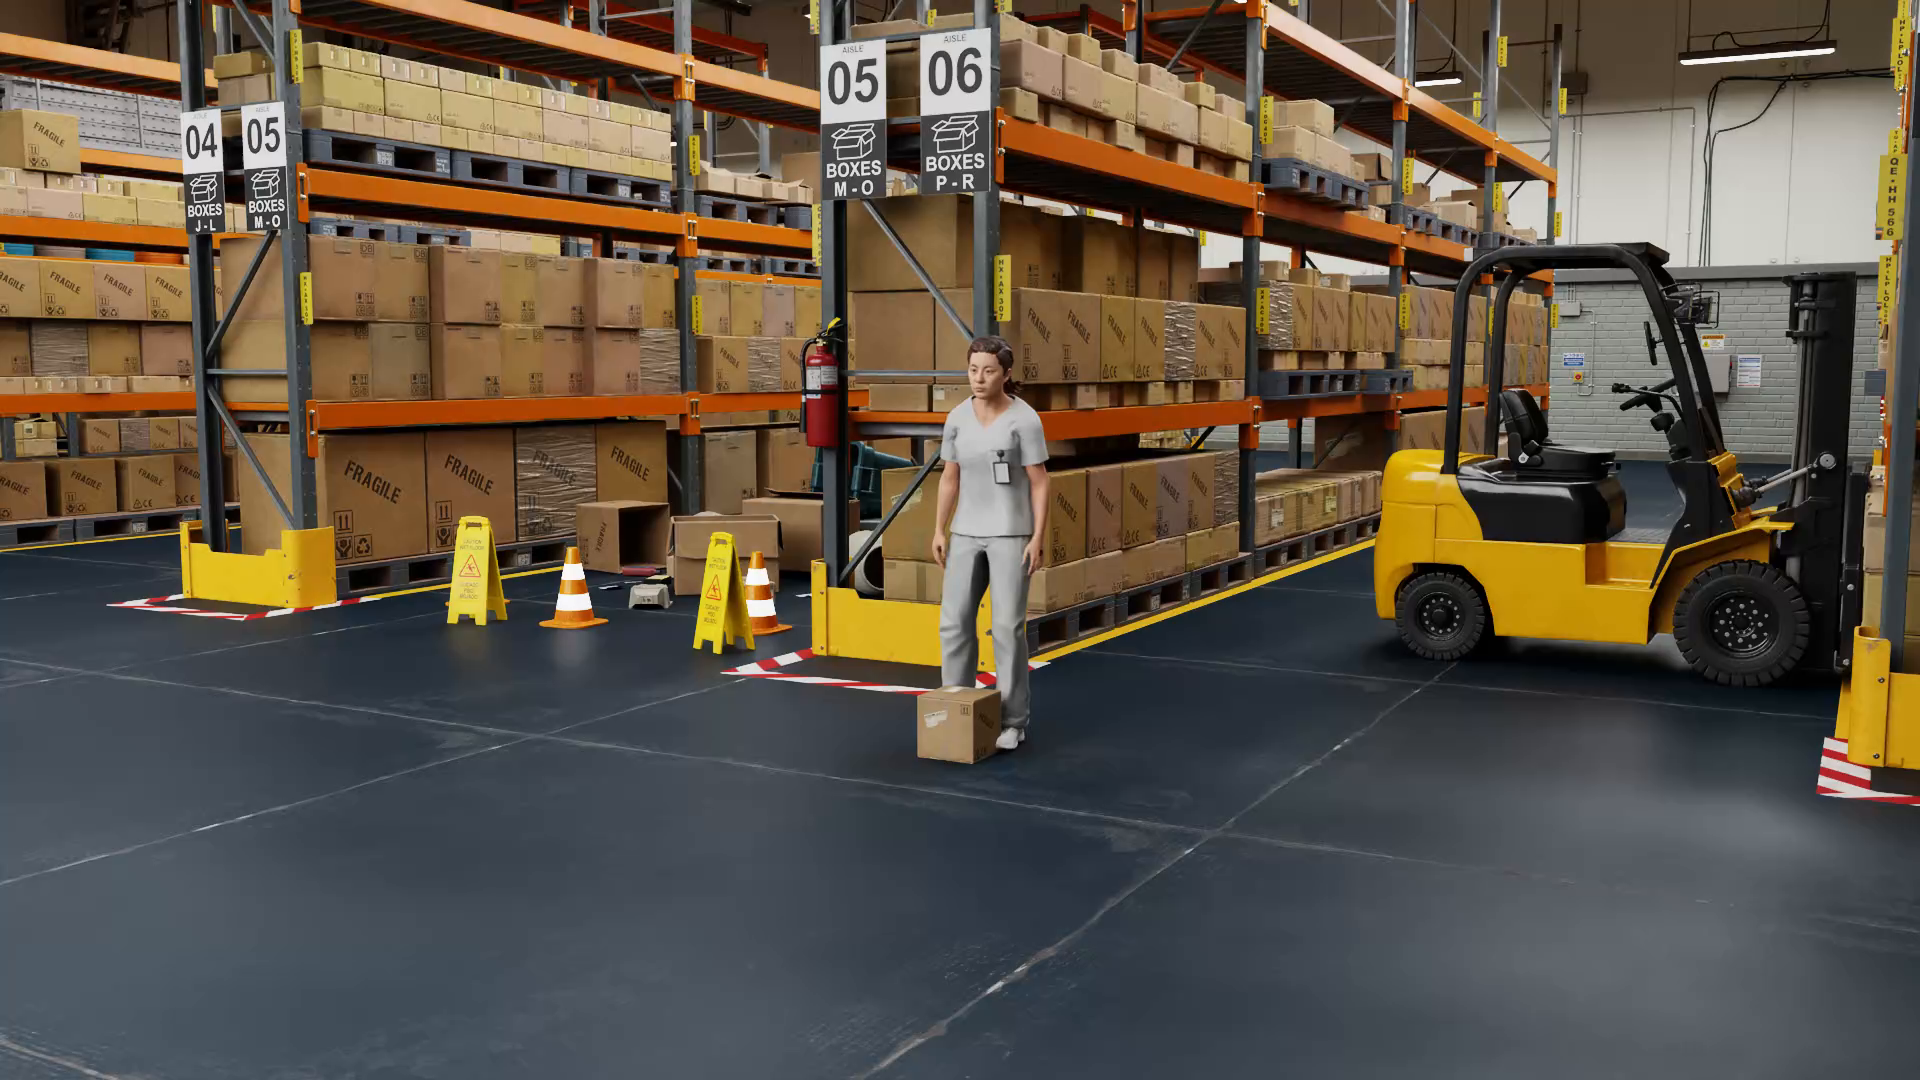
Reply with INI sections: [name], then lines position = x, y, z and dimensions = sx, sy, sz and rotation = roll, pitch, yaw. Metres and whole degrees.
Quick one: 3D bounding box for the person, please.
[person]
position = 0.113, 0.005, 6.792
dimensions = 0.514, 1.671, 0.361
rotation = 3, 7, 25
